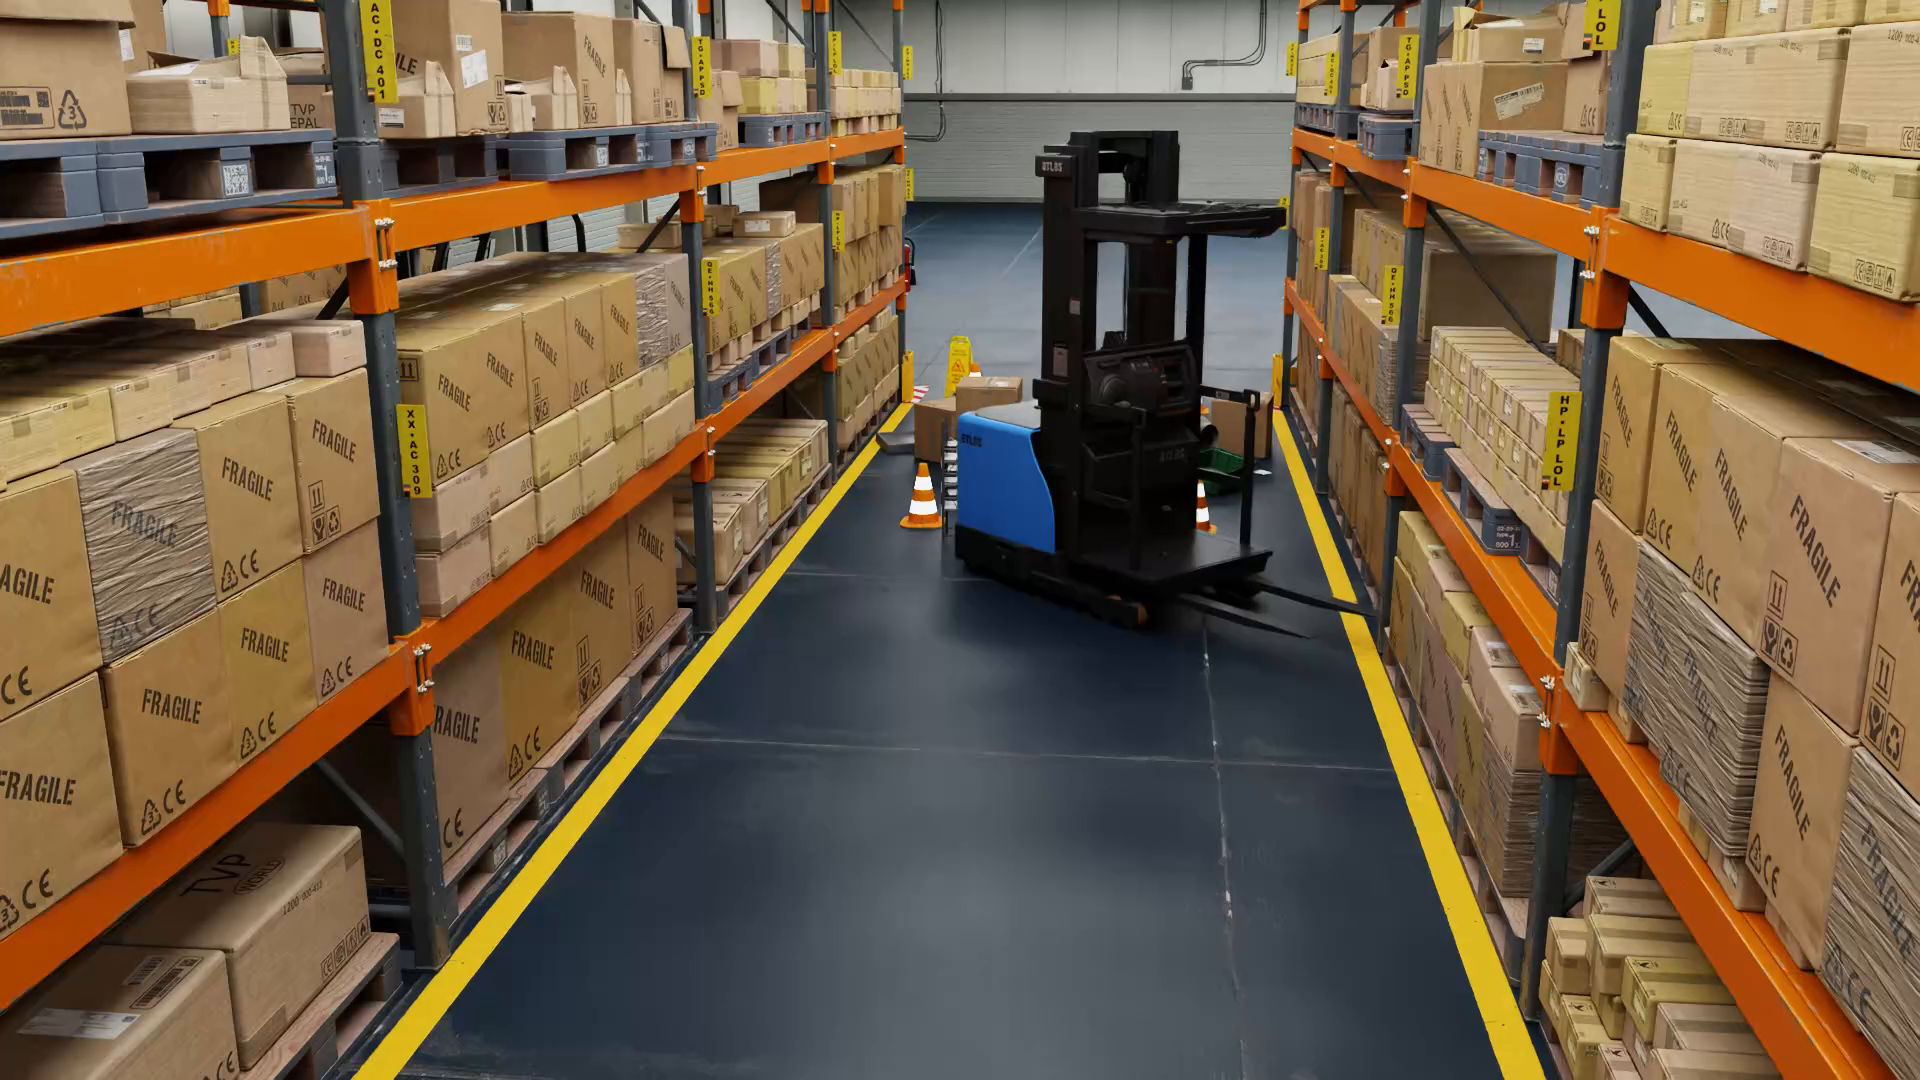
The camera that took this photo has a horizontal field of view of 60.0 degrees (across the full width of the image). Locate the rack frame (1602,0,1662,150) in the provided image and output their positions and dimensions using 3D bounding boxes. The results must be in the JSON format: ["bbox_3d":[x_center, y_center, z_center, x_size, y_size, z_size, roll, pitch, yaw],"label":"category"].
[{"bbox_3d":[2.497,-2.641,4.689,1.000,3.000,0.127,2,15,6],"label":"rack frame"}]

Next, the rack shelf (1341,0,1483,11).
[{"bbox_3d":[3.174,-3.657,10.590,1.077,0.370,4.000,2,15,6],"label":"rack shelf"}]

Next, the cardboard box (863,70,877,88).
[{"bbox_3d":[-0.964,-4.193,15.130,0.380,0.149,0.250,2,15,8],"label":"cardboard box"}]

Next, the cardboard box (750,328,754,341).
[{"bbox_3d":[-1.624,-1.414,11.322,0.380,0.149,0.250,2,15,8],"label":"cardboard box"}]

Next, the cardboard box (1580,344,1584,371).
[{"bbox_3d":[3.288,-0.877,8.197,0.380,0.149,0.250,2,15,8],"label":"cardboard box"}]

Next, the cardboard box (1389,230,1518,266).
[{"bbox_3d":[3.120,-1.694,10.572,0.700,0.500,0.500,1,15,5],"label":"cardboard box"}]

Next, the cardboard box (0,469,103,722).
[{"bbox_3d":[-2.390,0.129,3.833,0.500,0.500,0.500,2,15,6],"label":"cardboard box"}]

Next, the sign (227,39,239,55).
[{"bbox_3d":[-5.923,-3.921,13.575,0.100,0.325,0.005,2,15,6],"label":"sign"}]

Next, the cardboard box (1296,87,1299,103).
[{"bbox_3d":[3.493,-4.355,16.262,0.380,0.149,0.250,2,15,7],"label":"cardboard box"}]

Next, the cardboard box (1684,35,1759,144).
[{"bbox_3d":[2.143,-1.115,4.122,0.500,0.250,0.500,2,15,6],"label":"cardboard box"}]

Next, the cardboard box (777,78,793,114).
[{"bbox_3d":[-1.515,-3.231,12.100,0.500,0.250,0.500,2,15,7],"label":"cardboard box"}]

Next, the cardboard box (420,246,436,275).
[{"bbox_3d":[-5.806,-3.035,17.448,0.500,0.500,0.500,1,15,5],"label":"cardboard box"}]

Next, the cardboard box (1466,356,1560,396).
[{"bbox_3d":[2.584,-0.765,7.780,0.380,0.149,0.250,2,15,9],"label":"cardboard box"}]

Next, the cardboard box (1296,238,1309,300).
[{"bbox_3d":[3.626,-2.547,15.548,0.875,0.550,0.550,2,15,6],"label":"cardboard box"}]

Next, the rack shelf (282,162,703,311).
[{"bbox_3d":[-2.207,-1.484,7.535,1.077,0.370,4.000,2,15,6],"label":"rack shelf"}]

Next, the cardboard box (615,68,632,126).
[{"bbox_3d":[-1.789,-2.120,7.963,0.396,0.266,0.258,1,15,5],"label":"cardboard box"}]

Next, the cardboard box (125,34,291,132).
[{"bbox_3d":[-2.187,-1.323,4.825,0.396,0.266,0.258,2,15,8],"label":"cardboard box"}]

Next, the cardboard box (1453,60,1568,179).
[{"bbox_3d":[2.519,-1.879,7.425,0.500,0.500,0.500,2,15,6],"label":"cardboard box"}]

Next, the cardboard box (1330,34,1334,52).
[{"bbox_3d":[3.153,-3.952,13.243,0.380,0.149,0.250,2,15,6],"label":"cardboard box"}]

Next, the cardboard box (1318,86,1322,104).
[{"bbox_3d":[3.237,-3.765,14.077,0.380,0.149,0.250,2,15,7],"label":"cardboard box"}]

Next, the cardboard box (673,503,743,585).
[{"bbox_3d":[-1.908,0.018,10.580,0.950,0.372,0.625,1,15,2],"label":"cardboard box"}]

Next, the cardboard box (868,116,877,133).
[{"bbox_3d":[-0.970,-3.803,15.215,0.380,0.149,0.250,2,15,6],"label":"cardboard box"}]

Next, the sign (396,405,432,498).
[{"bbox_3d":[-1.882,-0.305,5.732,0.100,0.325,0.005,2,15,6],"label":"sign"}]

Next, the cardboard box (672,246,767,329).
[{"bbox_3d":[-1.596,-1.680,11.061,0.500,0.500,0.500,2,15,7],"label":"cardboard box"}]

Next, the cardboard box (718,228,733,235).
[{"bbox_3d":[-1.924,-2.091,12.582,0.500,0.500,0.500,2,15,6],"label":"cardboard box"}]

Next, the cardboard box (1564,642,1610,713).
[{"bbox_3d":[2.140,0.440,5.269,0.380,0.149,0.250,2,15,8],"label":"cardboard box"}]

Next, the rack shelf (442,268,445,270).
[{"bbox_3d":[-6.237,-2.256,16.137,1.077,0.370,4.000,2,15,6],"label":"rack shelf"}]

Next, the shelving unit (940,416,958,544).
[{"bbox_3d":[-0.001,-0.432,12.037,0.258,0.900,0.210,2,15,6],"label":"shelving unit"}]

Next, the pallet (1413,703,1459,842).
[{"bbox_3d":[2.718,1.082,7.756,1.003,0.211,1.213,2,15,6],"label":"pallet"}]

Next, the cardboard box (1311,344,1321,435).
[{"bbox_3d":[3.638,-1.392,14.829,0.875,0.875,0.875,2,15,7],"label":"cardboard box"}]

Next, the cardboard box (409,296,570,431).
[{"bbox_3d":[-2.009,-0.764,7.133,0.500,0.500,0.500,1,15,5],"label":"cardboard box"}]

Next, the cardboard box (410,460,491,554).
[{"bbox_3d":[-2.103,-0.139,6.260,0.500,0.250,0.500,1,15,5],"label":"cardboard box"}]

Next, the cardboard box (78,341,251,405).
[{"bbox_3d":[-2.327,-0.490,4.877,0.380,0.149,0.250,2,15,6],"label":"cardboard box"}]

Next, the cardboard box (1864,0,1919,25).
[{"bbox_3d":[2.011,-1.078,3.222,0.380,0.149,0.250,1,15,5],"label":"cardboard box"}]

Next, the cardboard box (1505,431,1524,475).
[{"bbox_3d":[2.462,-0.350,6.817,0.380,0.149,0.250,1,15,3],"label":"cardboard box"}]

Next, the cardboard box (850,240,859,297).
[{"bbox_3d":[-1.170,-2.368,14.411,0.500,0.500,0.500,2,15,6],"label":"cardboard box"}]

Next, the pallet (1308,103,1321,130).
[{"bbox_3d":[3.642,-3.752,14.716,1.003,0.211,1.213,2,15,6],"label":"pallet"}]

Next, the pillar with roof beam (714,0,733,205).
[{"bbox_3d":[-0.677,-10.406,33.405,9.100,9.000,0.400,2,15,6],"label":"pillar with roof beam"}]

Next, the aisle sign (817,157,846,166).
[{"bbox_3d":[-1.380,-4.257,17.178,0.394,0.787,0.004,2,15,6],"label":"aisle sign"}]

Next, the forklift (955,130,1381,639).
[{"bbox_3d":[1.278,-1.015,10.302,1.130,2.935,3.031,-12,19,-37],"label":"forklift"}]

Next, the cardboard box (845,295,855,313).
[{"bbox_3d":[-1.137,-2.090,14.627,0.380,0.149,0.250,2,15,8],"label":"cardboard box"}]

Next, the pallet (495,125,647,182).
[{"bbox_3d":[-2.125,-1.800,7.688,1.003,0.211,1.213,2,15,9],"label":"pallet"}]

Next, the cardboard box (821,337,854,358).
[{"bbox_3d":[-1.122,-1.666,14.359,0.380,0.149,0.250,2,15,7],"label":"cardboard box"}]

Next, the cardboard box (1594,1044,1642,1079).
[{"bbox_3d":[2.130,1.649,4.976,0.380,0.149,0.250,2,15,6],"label":"cardboard box"}]

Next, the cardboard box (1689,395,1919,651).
[{"bbox_3d":[2.073,-0.045,3.905,0.500,0.500,0.500,2,15,7],"label":"cardboard box"}]

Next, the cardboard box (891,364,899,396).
[{"bbox_3d":[-0.906,-1.628,16.901,0.500,0.250,0.500,2,15,6],"label":"cardboard box"}]

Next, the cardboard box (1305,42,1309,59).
[{"bbox_3d":[3.410,-4.546,15.438,0.380,0.149,0.250,2,15,7],"label":"cardboard box"}]

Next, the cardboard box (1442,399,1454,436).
[{"bbox_3d":[2.637,-0.614,8.363,0.380,0.149,0.250,2,15,9],"label":"cardboard box"}]

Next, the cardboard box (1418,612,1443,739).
[{"bbox_3d":[2.508,0.661,7.954,0.500,0.500,0.500,1,15,5],"label":"cardboard box"}]

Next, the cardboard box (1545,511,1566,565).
[{"bbox_3d":[2.373,-0.003,6.102,0.380,0.149,0.250,2,15,7],"label":"cardboard box"}]

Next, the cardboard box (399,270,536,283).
[{"bbox_3d":[-2.401,-1.049,8.190,0.500,0.500,0.500,2,15,8],"label":"cardboard box"}]

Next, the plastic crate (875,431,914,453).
[{"bbox_3d":[-0.539,-0.913,15.385,0.402,0.080,0.583,-4,16,-13],"label":"plastic crate"}]

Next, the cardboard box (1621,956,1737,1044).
[{"bbox_3d":[2.182,1.361,4.898,0.380,0.149,0.250,1,15,5],"label":"cardboard box"}]

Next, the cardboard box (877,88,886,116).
[{"bbox_3d":[-0.981,-4.090,15.513,0.500,0.250,0.500,2,15,8],"label":"cardboard box"}]

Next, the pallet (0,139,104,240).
[{"bbox_3d":[-2.676,-0.742,3.584,1.003,0.211,1.213,2,15,6],"label":"pallet"}]

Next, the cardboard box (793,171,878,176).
[{"bbox_3d":[-1.134,-3.121,15.280,0.700,0.500,0.500,2,15,6],"label":"cardboard box"}]

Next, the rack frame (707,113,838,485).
[{"bbox_3d":[-1.530,-1.939,13.588,1.000,3.000,0.127,2,15,6],"label":"rack frame"}]

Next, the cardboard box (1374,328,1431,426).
[{"bbox_3d":[2.732,-0.955,9.757,0.500,0.500,0.500,2,15,6],"label":"cardboard box"}]

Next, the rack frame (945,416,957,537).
[{"bbox_3d":[0.011,-0.459,12.134,0.240,0.900,0.006,2,15,6],"label":"rack frame"}]
